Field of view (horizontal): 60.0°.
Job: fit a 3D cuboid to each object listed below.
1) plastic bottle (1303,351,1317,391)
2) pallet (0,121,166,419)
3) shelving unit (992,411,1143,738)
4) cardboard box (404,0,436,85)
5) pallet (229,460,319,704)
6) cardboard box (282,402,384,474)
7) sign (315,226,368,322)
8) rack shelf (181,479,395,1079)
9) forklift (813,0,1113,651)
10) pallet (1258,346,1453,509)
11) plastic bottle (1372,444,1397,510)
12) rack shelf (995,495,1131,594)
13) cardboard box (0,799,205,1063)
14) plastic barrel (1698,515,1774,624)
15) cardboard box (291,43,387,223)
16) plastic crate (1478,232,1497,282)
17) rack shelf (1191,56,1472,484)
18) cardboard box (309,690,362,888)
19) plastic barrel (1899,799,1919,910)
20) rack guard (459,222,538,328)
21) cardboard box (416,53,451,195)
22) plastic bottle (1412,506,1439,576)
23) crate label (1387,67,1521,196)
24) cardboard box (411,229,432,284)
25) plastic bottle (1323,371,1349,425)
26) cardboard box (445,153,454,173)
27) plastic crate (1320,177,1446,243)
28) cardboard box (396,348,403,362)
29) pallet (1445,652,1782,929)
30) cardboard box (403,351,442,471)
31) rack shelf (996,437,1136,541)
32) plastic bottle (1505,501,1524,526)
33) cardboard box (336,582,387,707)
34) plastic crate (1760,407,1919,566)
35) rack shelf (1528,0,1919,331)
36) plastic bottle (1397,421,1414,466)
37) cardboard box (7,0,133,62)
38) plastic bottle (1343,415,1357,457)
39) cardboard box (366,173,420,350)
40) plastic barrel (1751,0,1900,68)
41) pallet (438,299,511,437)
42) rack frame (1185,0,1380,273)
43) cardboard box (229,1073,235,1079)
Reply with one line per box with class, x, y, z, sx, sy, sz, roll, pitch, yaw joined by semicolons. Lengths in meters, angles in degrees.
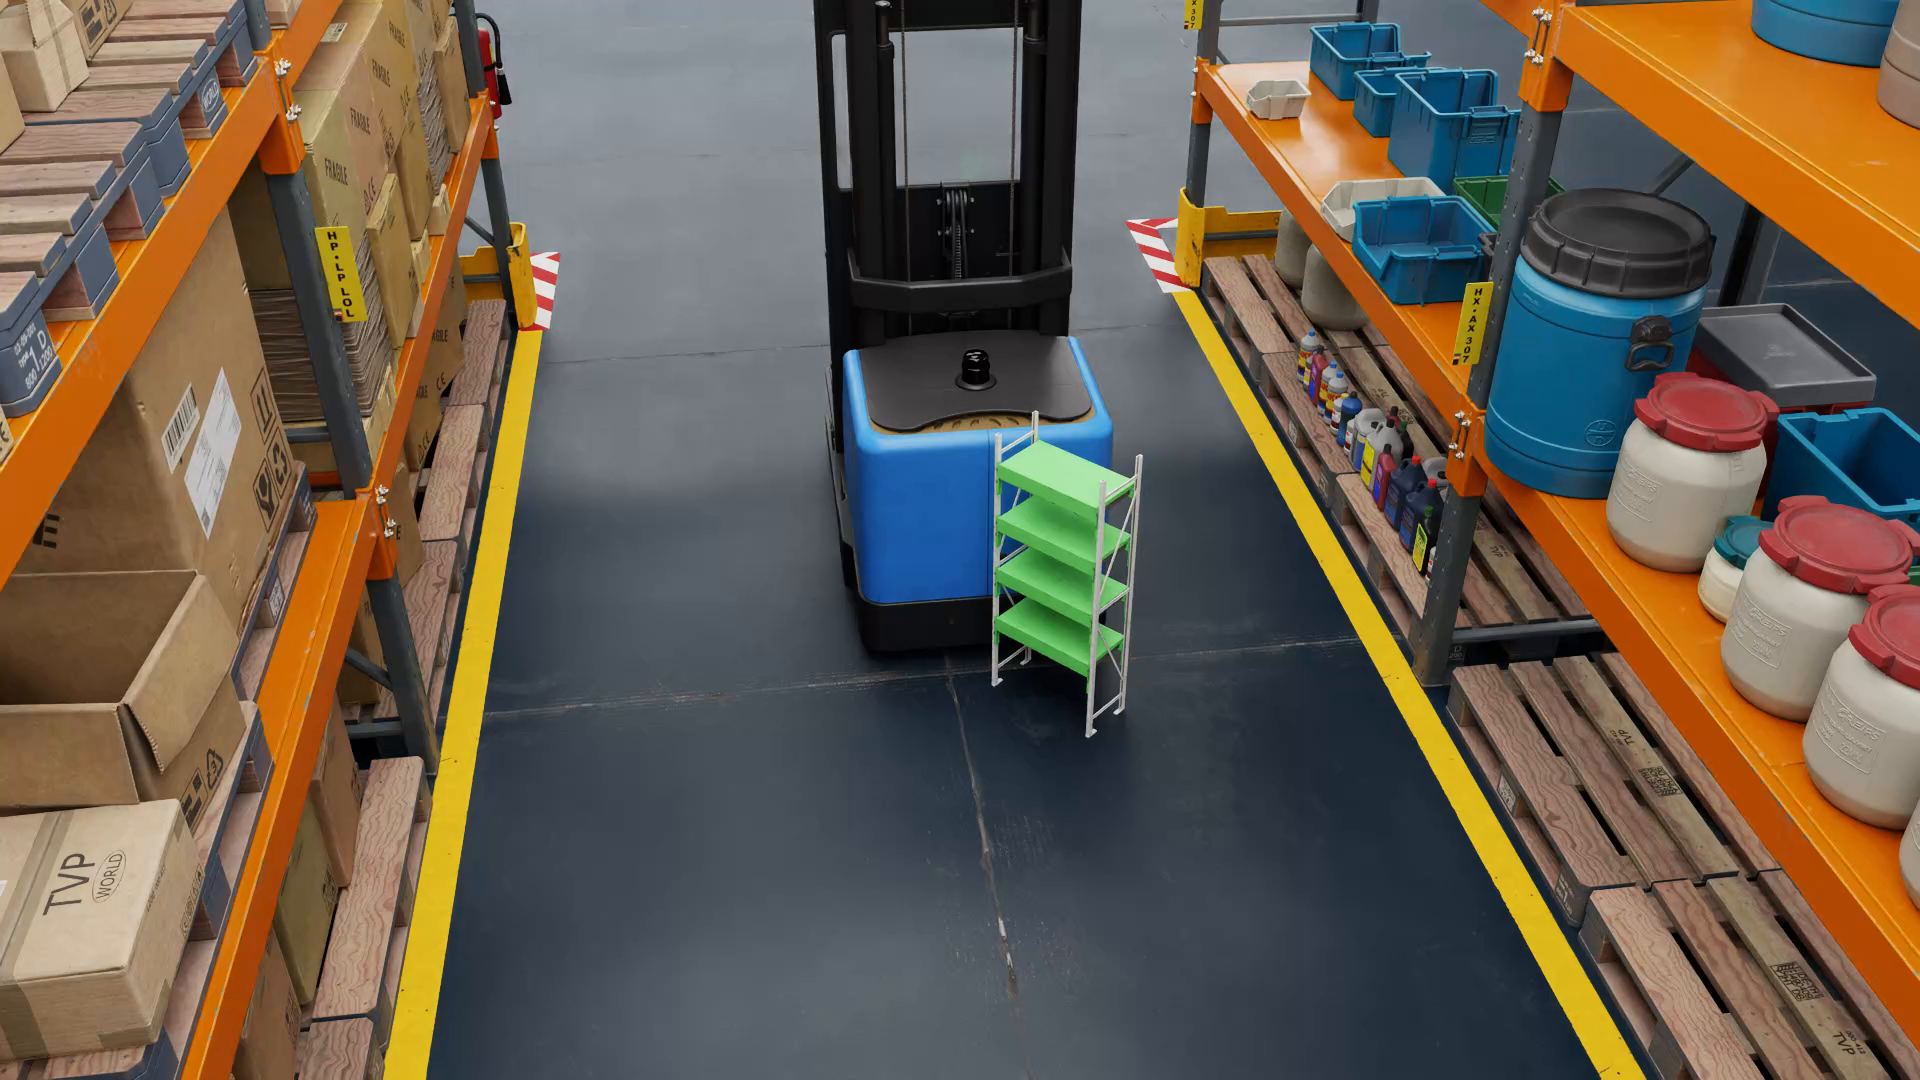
plastic bottle;1.800;-0.861;8.444;0.097;0.201;0.097;0;34;0
pallet;-2.399;-0.552;3.400;1.213;0.211;1.003;-4;35;-6
shelving unit;0.399;0.147;6.469;0.503;1.200;0.258;26;42;33
cardboard box;-2.600;-2.285;7.199;0.500;0.500;0.500;-4;35;-6
pallet;-2.560;0.195;4.970;1.003;0.211;1.213;-4;35;-6
cardboard box;-2.250;-0.360;5.838;0.380;0.149;0.250;-4;35;-6
sign;-1.969;-0.844;5.297;0.100;0.325;0.005;-4;35;-6
rack shelf;-2.250;1.092;4.123;1.077;0.370;4.000;-4;35;-6
forklift;-0.082;-1.563;7.441;1.130;2.935;3.031;-4;35;-6
pallet;2.173;-0.605;8.450;1.003;0.211;1.213;-4;35;-6
plastic bottle;1.928;-0.288;7.531;0.061;0.283;0.133;-2;34;-3
rack shelf;0.399;0.001;6.370;0.480;0.148;0.258;26;42;33
cardboard box;-1.978;0.846;3.605;0.500;0.250;0.500;-5;35;-8
plastic barrel;2.415;0.111;5.047;0.301;0.262;0.301;0;34;0
cardboard box;-2.396;-1.448;5.971;0.500;0.500;0.500;-4;35;-6
plastic crate;2.445;-0.973;6.569;0.767;0.338;0.504;-4;35;-6
rack shelf;2.120;-1.515;7.949;1.077;0.370;4.000;-4;35;-6
cardboard box;-2.458;0.874;5.633;0.700;0.500;0.500;-7;35;-10
plastic barrel;2.521;0.696;3.965;0.421;0.512;0.421;0;34;0
rack guard;-3.046;-1.478;9.475;1.175;0.500;0.348;-4;35;-6
cardboard box;-2.799;-1.857;7.458;0.875;0.500;0.500;-4;35;-6
plastic bottle;1.998;0.001;7.107;0.061;0.283;0.133;-3;34;-4
crate label;2.367;-1.937;7.897;0.502;0.435;0.616;-4;35;-6
cardboard box;-2.465;-1.196;7.065;0.380;0.149;0.250;-4;35;-6
plastic bottle;1.846;-0.701;8.147;0.097;0.271;0.097;0;34;0
cardboard box;-2.678;-1.891;8.084;0.380;0.149;0.250;-4;35;-6
plastic crate;1.920;-1.475;7.484;0.530;0.136;0.437;-4;35;-6
cardboard box;-2.374;-0.777;6.450;0.380;0.149;0.250;-4;35;-6
pallet;2.533;0.891;6.255;1.003;0.211;1.213;-4;35;-6
cardboard box;-2.810;-0.663;7.906;0.500;0.500;0.500;-1;34;-2
rack shelf;0.399;-0.197;6.235;0.480;0.148;0.258;26;42;33
plastic bottle;2.549;-0.255;7.422;0.144;0.351;0.185;-4;35;-6
cardboard box;-2.533;0.312;6.476;0.500;0.500;0.500;-5;35;-8
plastic crate;2.846;-0.098;5.244;0.392;0.384;0.575;-4;35;-6
rack shelf;2.658;-0.523;3.829;1.077;0.370;4.000;-4;35;-6
plastic bottle;2.046;-0.403;7.699;0.061;0.283;0.133;-4;35;-6
cardboard box;-2.554;-1.507;4.170;0.797;0.503;0.637;-6;35;-9
plastic bottle;1.887;-0.502;7.917;0.097;0.201;0.097;0;34;0
cardboard box;-2.550;-1.023;6.235;0.875;0.500;0.500;-4;35;-6
plastic barrel;2.673;-1.876;4.730;0.600;0.901;0.708;-4;35;-6
pallet;-2.972;-0.903;8.887;1.003;0.211;1.213;-4;35;-6
rack frame;1.851;-2.929;9.384;1.000;3.000;0.127;-4;35;-6
cardboard box;-2.261;1.765;4.325;0.700;0.500;0.500;-2;34;-2
